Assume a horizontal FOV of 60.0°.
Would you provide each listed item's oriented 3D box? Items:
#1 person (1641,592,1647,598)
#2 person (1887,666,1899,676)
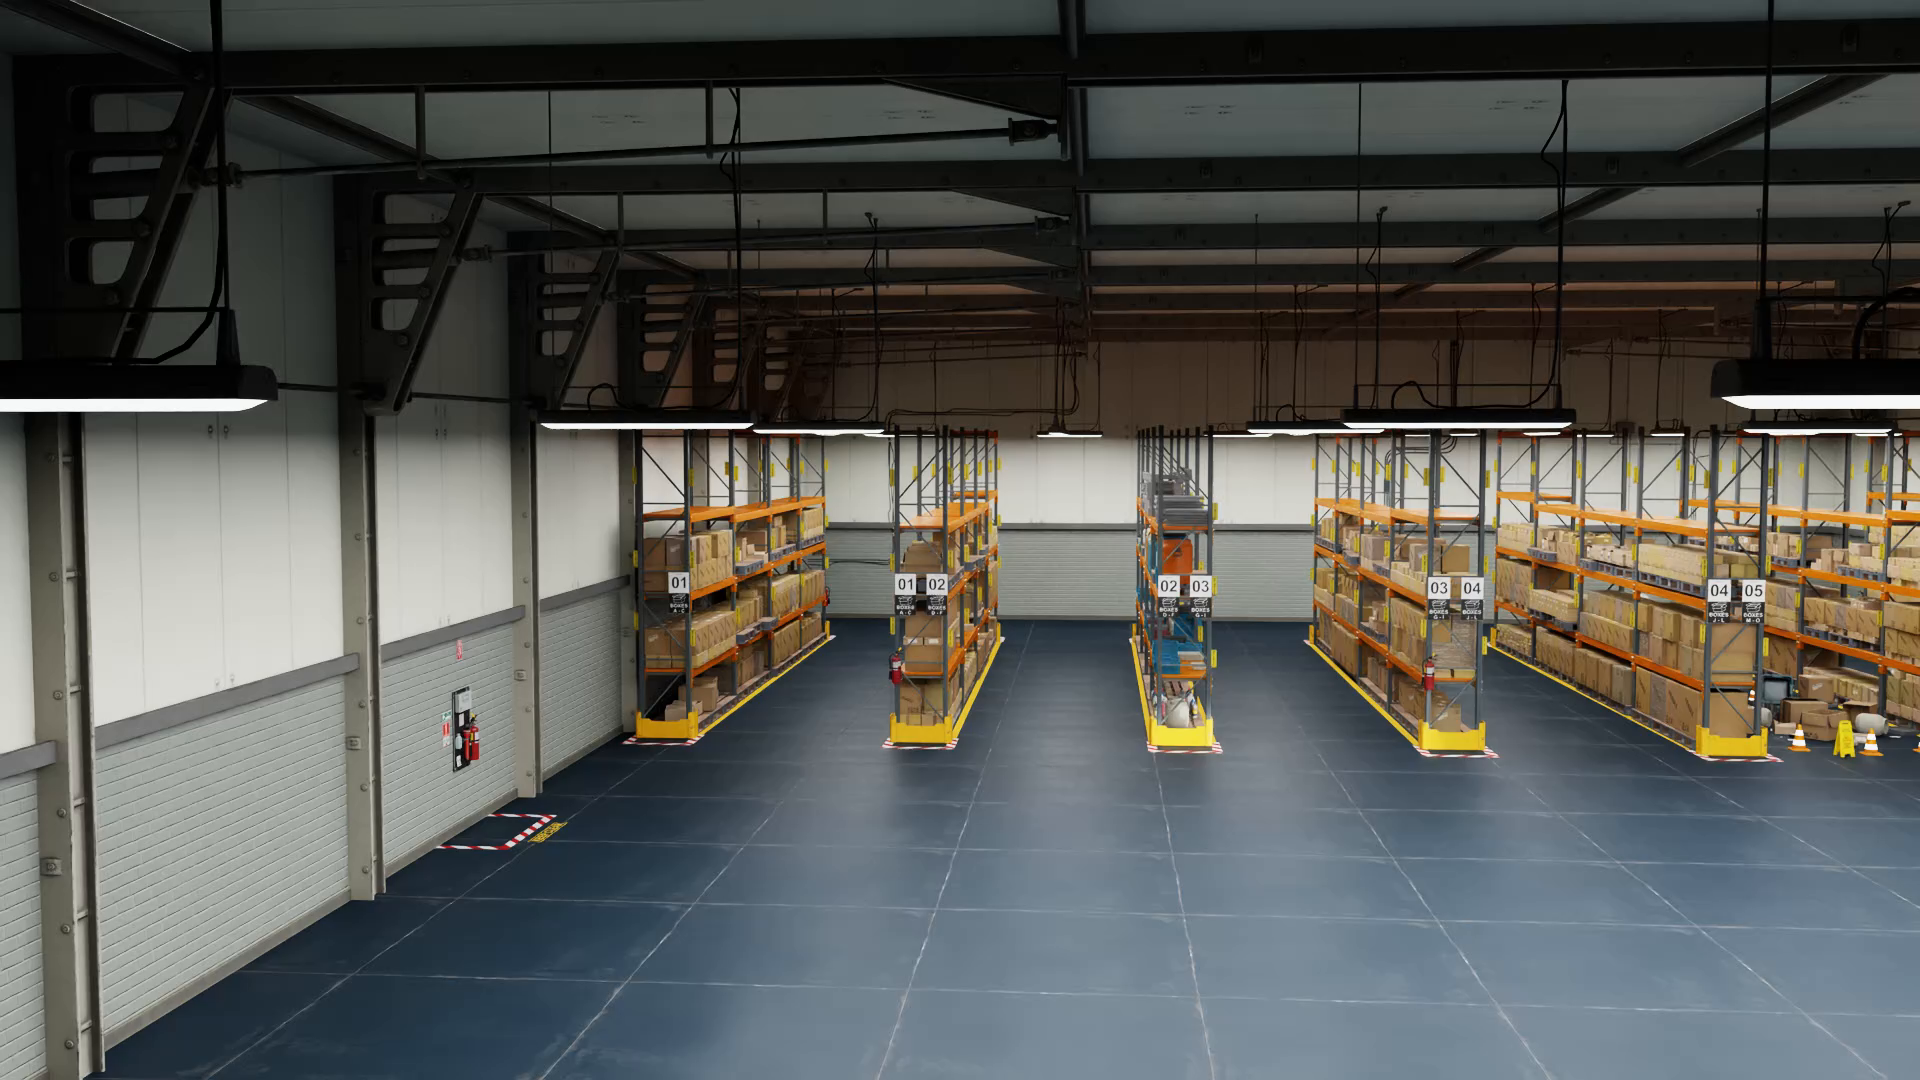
[{"bbox_3d":[19.303,2.059,47.067,0.931,1.645,0.472,0,3,6],"label":"person"},{"bbox_3d":[21.596,2.569,38.313,0.602,1.713,0.772,0,3,-7],"label":"person"}]
